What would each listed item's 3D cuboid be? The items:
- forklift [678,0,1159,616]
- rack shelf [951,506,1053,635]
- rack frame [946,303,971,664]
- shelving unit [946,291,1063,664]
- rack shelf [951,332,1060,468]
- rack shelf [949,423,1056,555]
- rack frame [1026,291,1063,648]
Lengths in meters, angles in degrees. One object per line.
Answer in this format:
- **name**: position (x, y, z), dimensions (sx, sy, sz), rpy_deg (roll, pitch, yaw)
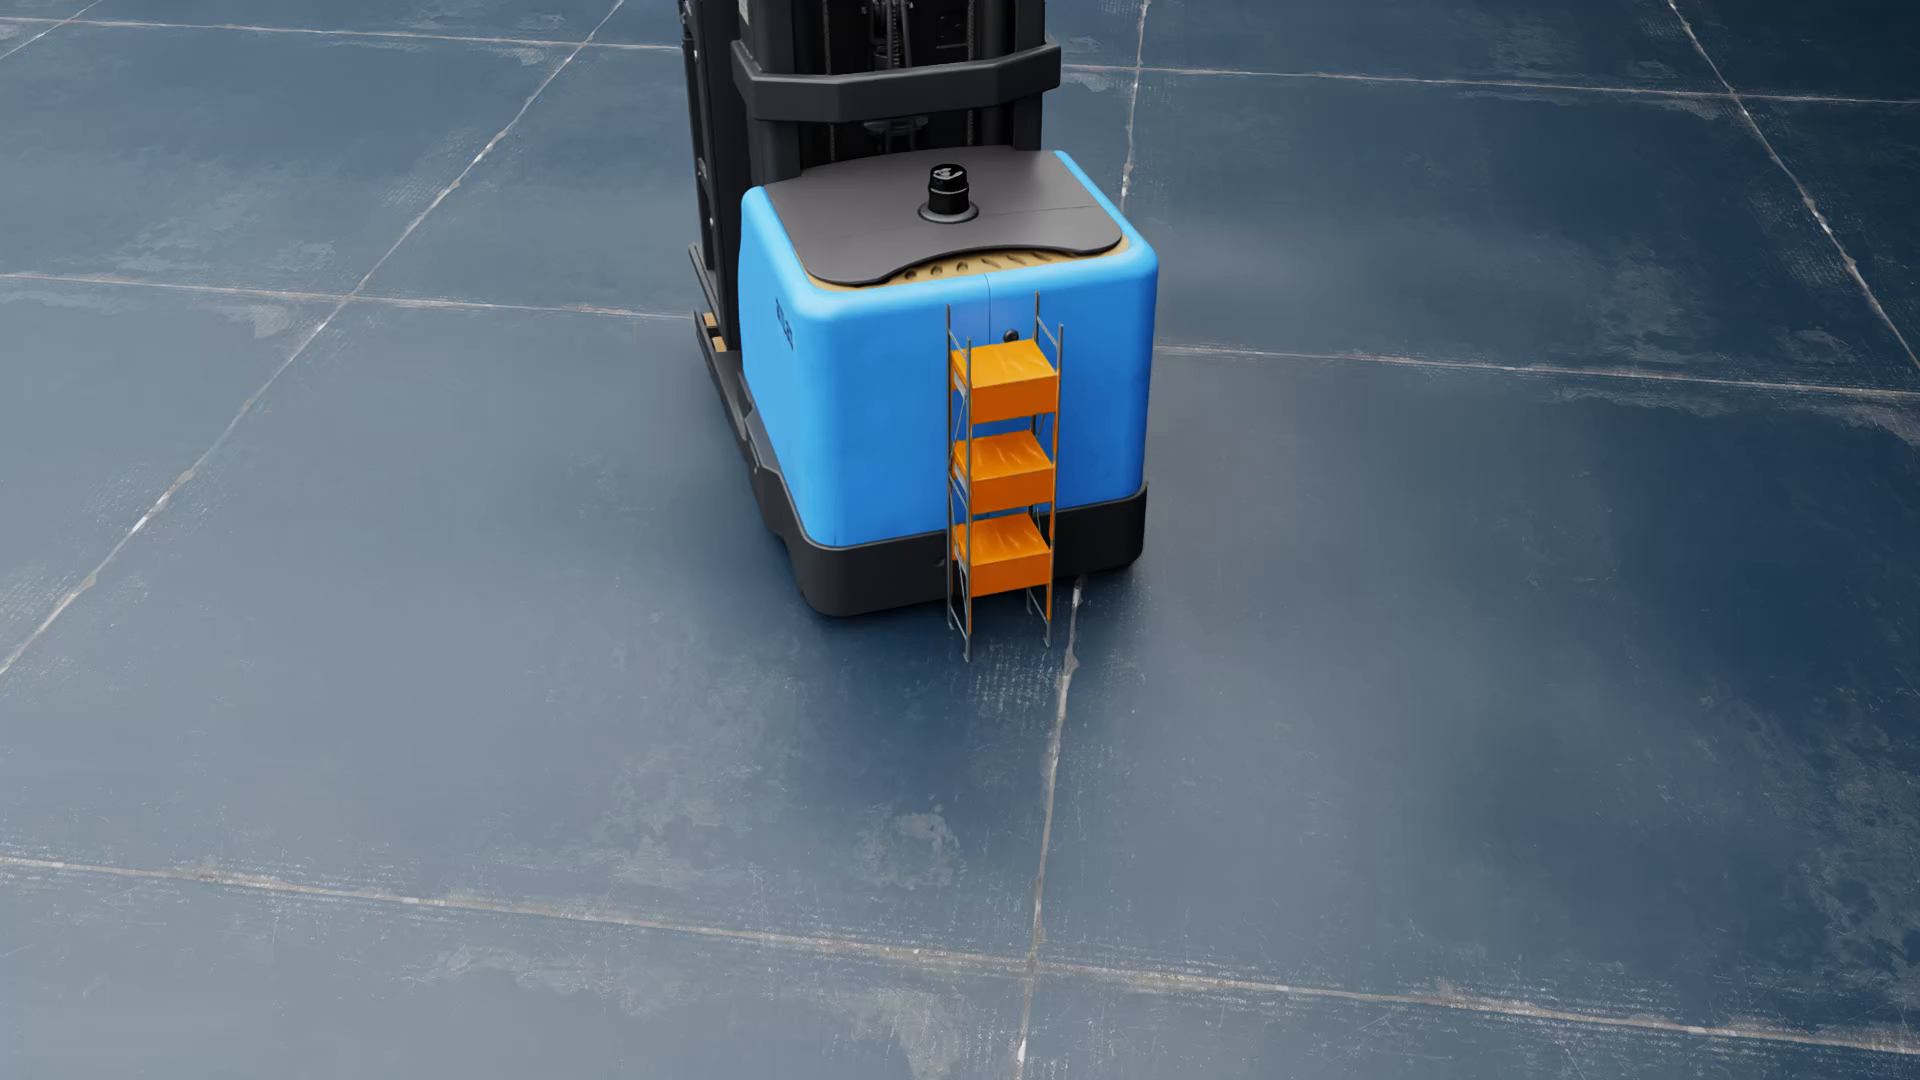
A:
- **forklift**: position (-0.354, -1.827, 5.287), dimensions (1.130, 2.935, 3.031), rpy_deg (-10, 37, -14)
- **rack shelf**: position (0.112, 0.086, 4.723), dimensions (0.240, 0.259, 0.215), rpy_deg (-10, 37, -14)
- **rack frame**: position (-0.004, -0.129, 4.526), dimensions (0.008, 1.050, 0.200), rpy_deg (-10, 37, -14)
- **shelving unit**: position (0.113, -0.149, 4.555), dimensions (0.252, 1.050, 0.215), rpy_deg (-10, 37, -14)
- **rack shelf**: position (0.113, -0.371, 4.396), dimensions (0.240, 0.259, 0.215), rpy_deg (-10, 37, -14)
- **rack shelf**: position (0.113, -0.140, 4.561), dimensions (0.240, 0.259, 0.215), rpy_deg (-10, 37, -14)
- **rack frame**: position (0.229, -0.169, 4.584), dimensions (0.008, 1.050, 0.200), rpy_deg (-10, 37, -14)
